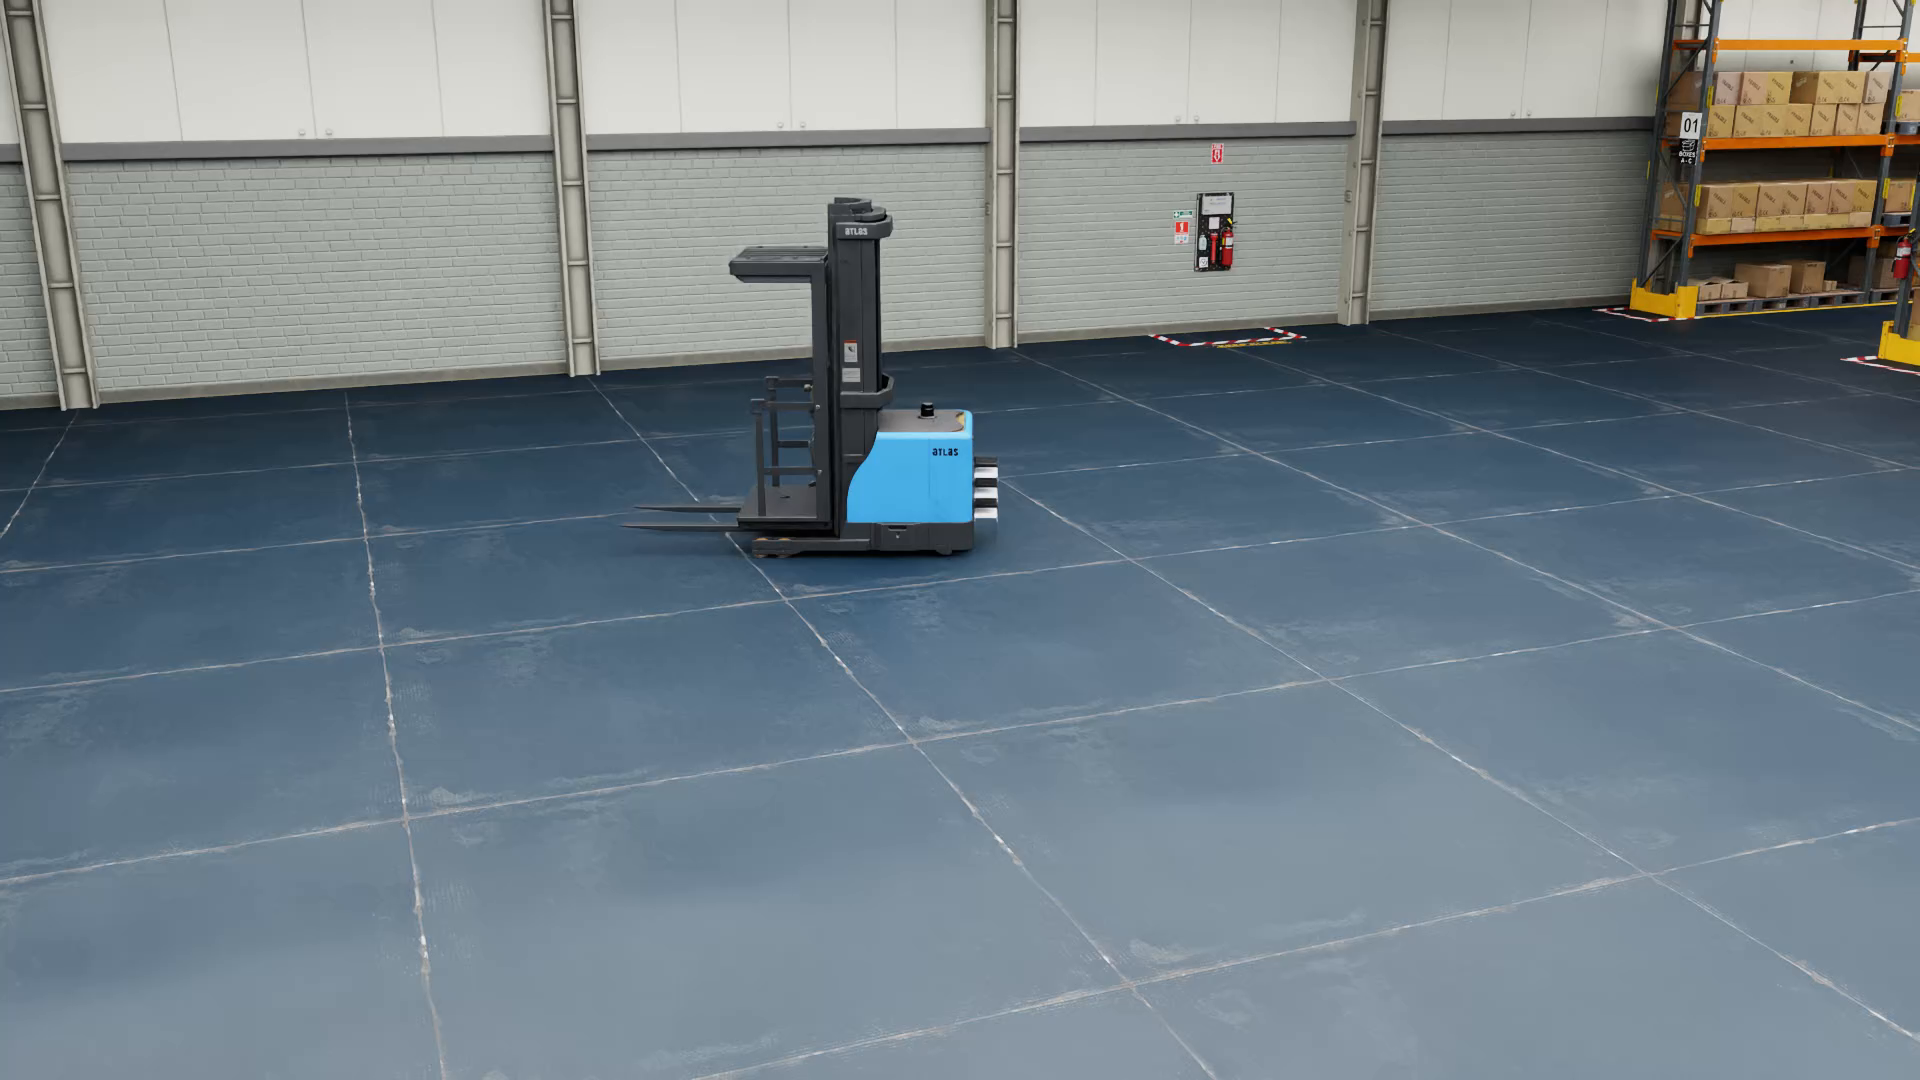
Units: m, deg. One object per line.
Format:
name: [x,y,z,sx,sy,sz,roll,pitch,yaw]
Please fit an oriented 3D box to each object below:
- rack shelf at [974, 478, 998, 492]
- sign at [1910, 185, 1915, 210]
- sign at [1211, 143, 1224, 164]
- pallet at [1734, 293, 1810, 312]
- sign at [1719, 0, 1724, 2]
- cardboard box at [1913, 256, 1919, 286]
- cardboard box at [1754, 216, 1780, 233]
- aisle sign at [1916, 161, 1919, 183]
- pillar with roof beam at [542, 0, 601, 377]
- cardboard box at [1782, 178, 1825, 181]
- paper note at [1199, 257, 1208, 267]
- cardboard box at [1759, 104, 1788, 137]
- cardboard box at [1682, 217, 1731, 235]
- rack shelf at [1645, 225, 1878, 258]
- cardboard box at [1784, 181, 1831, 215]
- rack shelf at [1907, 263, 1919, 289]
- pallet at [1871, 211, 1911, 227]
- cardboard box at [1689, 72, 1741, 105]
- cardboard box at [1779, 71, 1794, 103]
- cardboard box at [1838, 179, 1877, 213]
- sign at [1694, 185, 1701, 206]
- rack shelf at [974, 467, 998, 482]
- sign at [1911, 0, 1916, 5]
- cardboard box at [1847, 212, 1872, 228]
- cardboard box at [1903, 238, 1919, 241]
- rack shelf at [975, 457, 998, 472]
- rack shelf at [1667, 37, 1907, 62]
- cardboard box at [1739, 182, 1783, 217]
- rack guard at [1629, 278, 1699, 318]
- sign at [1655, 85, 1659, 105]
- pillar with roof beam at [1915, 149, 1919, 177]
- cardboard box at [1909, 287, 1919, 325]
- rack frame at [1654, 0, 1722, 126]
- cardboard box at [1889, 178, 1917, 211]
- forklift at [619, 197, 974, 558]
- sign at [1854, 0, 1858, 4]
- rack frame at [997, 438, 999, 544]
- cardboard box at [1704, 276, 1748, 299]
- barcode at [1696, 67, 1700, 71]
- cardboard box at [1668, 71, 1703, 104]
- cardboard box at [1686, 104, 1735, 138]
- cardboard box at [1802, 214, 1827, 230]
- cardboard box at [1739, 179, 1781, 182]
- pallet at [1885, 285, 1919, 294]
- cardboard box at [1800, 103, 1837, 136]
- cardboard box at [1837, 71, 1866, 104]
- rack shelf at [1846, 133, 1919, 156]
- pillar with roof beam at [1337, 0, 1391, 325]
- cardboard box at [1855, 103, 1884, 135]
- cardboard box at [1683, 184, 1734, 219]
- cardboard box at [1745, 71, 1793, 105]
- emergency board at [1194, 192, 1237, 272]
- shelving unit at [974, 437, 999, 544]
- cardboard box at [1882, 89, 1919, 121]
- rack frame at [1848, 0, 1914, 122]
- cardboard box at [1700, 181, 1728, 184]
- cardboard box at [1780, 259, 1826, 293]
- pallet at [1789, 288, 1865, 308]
rack shelf: [0.226,-0.484,14.448,0.200,0.077,0.258,0,16,1]
sign: [13.050,-4.678,22.730,0.005,0.325,0.100,-6,17,-20]
sign: [3.832,-5.760,24.774,0.199,0.298,0.001,-6,17,-20]
pallet: [13.435,-4.032,27.954,1.213,0.211,1.003,-6,17,-20]
sign: [11.650,-8.390,25.398,0.005,0.325,0.100,-6,17,-20]
cardboard box: [16.337,-4.727,29.026,0.500,0.500,0.700,-7,18,-21]
cardboard box: [12.982,-5.177,27.135,0.500,0.250,0.500,-6,18,-21]
aisle sign: [13.065,-5.183,22.310,0.004,0.787,0.394,-6,17,-20]
pillar with roof beam: [-3.468,-5.397,17.006,0.400,9.000,9.100,-6,17,-20]
cardboard box: [14.193,-5.825,28.010,0.500,0.500,0.500,-6,17,-20]
paper note: [3.686,-4.200,25.139,0.142,0.148,0.016,-6,17,-20]
cardboard box: [12.855,-6.731,26.658,0.500,0.500,0.500,-5,17,-18]
cardboard box: [12.025,-5.071,26.774,0.500,0.250,0.500,-7,18,-22]
rack shelf: [13.323,-5.024,27.661,4.000,0.370,1.077,-6,17,-20]
cardboard box: [13.922,-5.640,27.379,0.500,0.500,0.500,-7,18,-22]
rack shelf: [15.099,-3.721,23.224,4.000,0.370,1.077,-6,17,-20]
pallet: [15.956,-5.518,28.405,1.213,0.211,1.003,-6,17,-20]
cardboard box: [11.902,-7.119,26.207,0.500,0.500,0.500,-8,18,-24]
cardboard box: [13.211,-7.407,27.187,0.500,0.500,0.500,-6,17,-20]
cardboard box: [14.860,-5.740,27.719,0.500,0.500,0.500,-6,17,-20]
sign: [11.650,-5.440,26.265,0.005,0.325,0.100,-6,17,-20]
rack shelf: [0.226,-0.570,14.423,0.200,0.077,0.258,0,16,1]
sign: [15.368,-8.791,26.765,0.005,0.325,0.100,-6,17,-20]
cardboard box: [14.857,-5.381,27.830,0.500,0.250,0.500,-6,17,-20]
cardboard box: [16.766,-5.120,29.034,0.500,0.250,0.500,-7,18,-22]
rack shelf: [0.226,-0.657,14.398,0.200,0.077,0.258,0,16,1]
rack shelf: [13.323,-7.901,26.816,4.000,0.370,1.077,-6,17,-20]
cardboard box: [12.959,-5.532,27.012,0.500,0.500,0.500,-7,18,-22]
rack guard: [11.526,-3.976,27.251,0.348,0.500,1.175,-6,17,-20]
sign: [11.276,-7.180,26.829,0.005,0.325,0.100,-6,17,-20]
pillar with roof beam: [18.943,-7.817,25.246,0.400,9.000,9.100,-6,17,-20]
cardboard box: [13.626,-3.239,23.109,0.500,0.500,0.500,-6,17,-20]
rack frame: [11.455,-8.046,26.027,0.127,3.000,1.000,-6,17,-20]
cardboard box: [16.202,-5.927,28.499,0.500,0.500,0.700,-4,17,-14]
forklift: [-1.397,-1.404,14.177,3.031,2.935,1.130,0,16,1]
sign: [14.987,-9.119,27.742,0.005,0.325,0.100,-6,17,-20]
rack frame: [0.328,-0.429,14.463,0.006,0.900,0.240,0,16,1]
cardboard box: [12.666,-4.192,27.542,0.500,0.311,0.500,-5,17,-15]
barcode: [11.940,-7.626,26.902,0.075,0.075,0.001,-6,17,-20]
cardboard box: [11.765,-7.257,26.674,0.500,0.500,0.500,-5,17,-18]
cardboard box: [11.857,-6.633,26.324,0.500,0.500,0.500,-6,17,-19]
cardboard box: [13.924,-5.278,27.480,0.500,0.250,0.500,-6,17,-20]
cardboard box: [13.245,-5.721,27.656,0.500,0.500,0.500,-6,17,-19]
pallet: [17.058,-4.436,29.330,1.213,0.211,1.003,-6,17,-20]
cardboard box: [13.827,-6.838,27.025,0.500,0.500,0.500,-7,18,-22]
cardboard box: [14.309,-7.367,27.052,0.500,0.500,0.500,-5,17,-17]
rack shelf: [17.058,-6.867,28.611,4.000,0.370,1.077,-6,17,-20]
pillar with roof beam: [7.737,-6.607,21.126,0.400,9.000,9.100,-6,17,-20]
cardboard box: [14.805,-6.952,27.411,0.500,0.500,0.500,-6,17,-19]
cardboard box: [12.009,-5.434,26.680,0.500,0.500,0.500,-6,17,-20]
cardboard box: [12.863,-7.211,26.520,0.500,0.500,0.500,-6,17,-19]
emergency board: [3.876,-4.622,25.014,0.643,1.169,0.194,-6,17,-20]
shelving unit: [0.226,-0.430,14.464,0.210,0.900,0.258,0,16,1]
cardboard box: [15.730,-7.294,27.866,0.500,0.500,0.500,-4,17,-12]
rack frame: [15.191,-8.450,27.401,0.127,3.000,1.000,-6,17,-20]
cardboard box: [12.293,-5.617,27.302,0.500,0.500,0.500,-6,17,-19]
cardboard box: [14.236,-4.468,28.144,0.500,0.500,0.500,-8,18,-24]
pallet: [14.576,-4.156,28.377,1.213,0.211,1.003,-6,17,-20]
